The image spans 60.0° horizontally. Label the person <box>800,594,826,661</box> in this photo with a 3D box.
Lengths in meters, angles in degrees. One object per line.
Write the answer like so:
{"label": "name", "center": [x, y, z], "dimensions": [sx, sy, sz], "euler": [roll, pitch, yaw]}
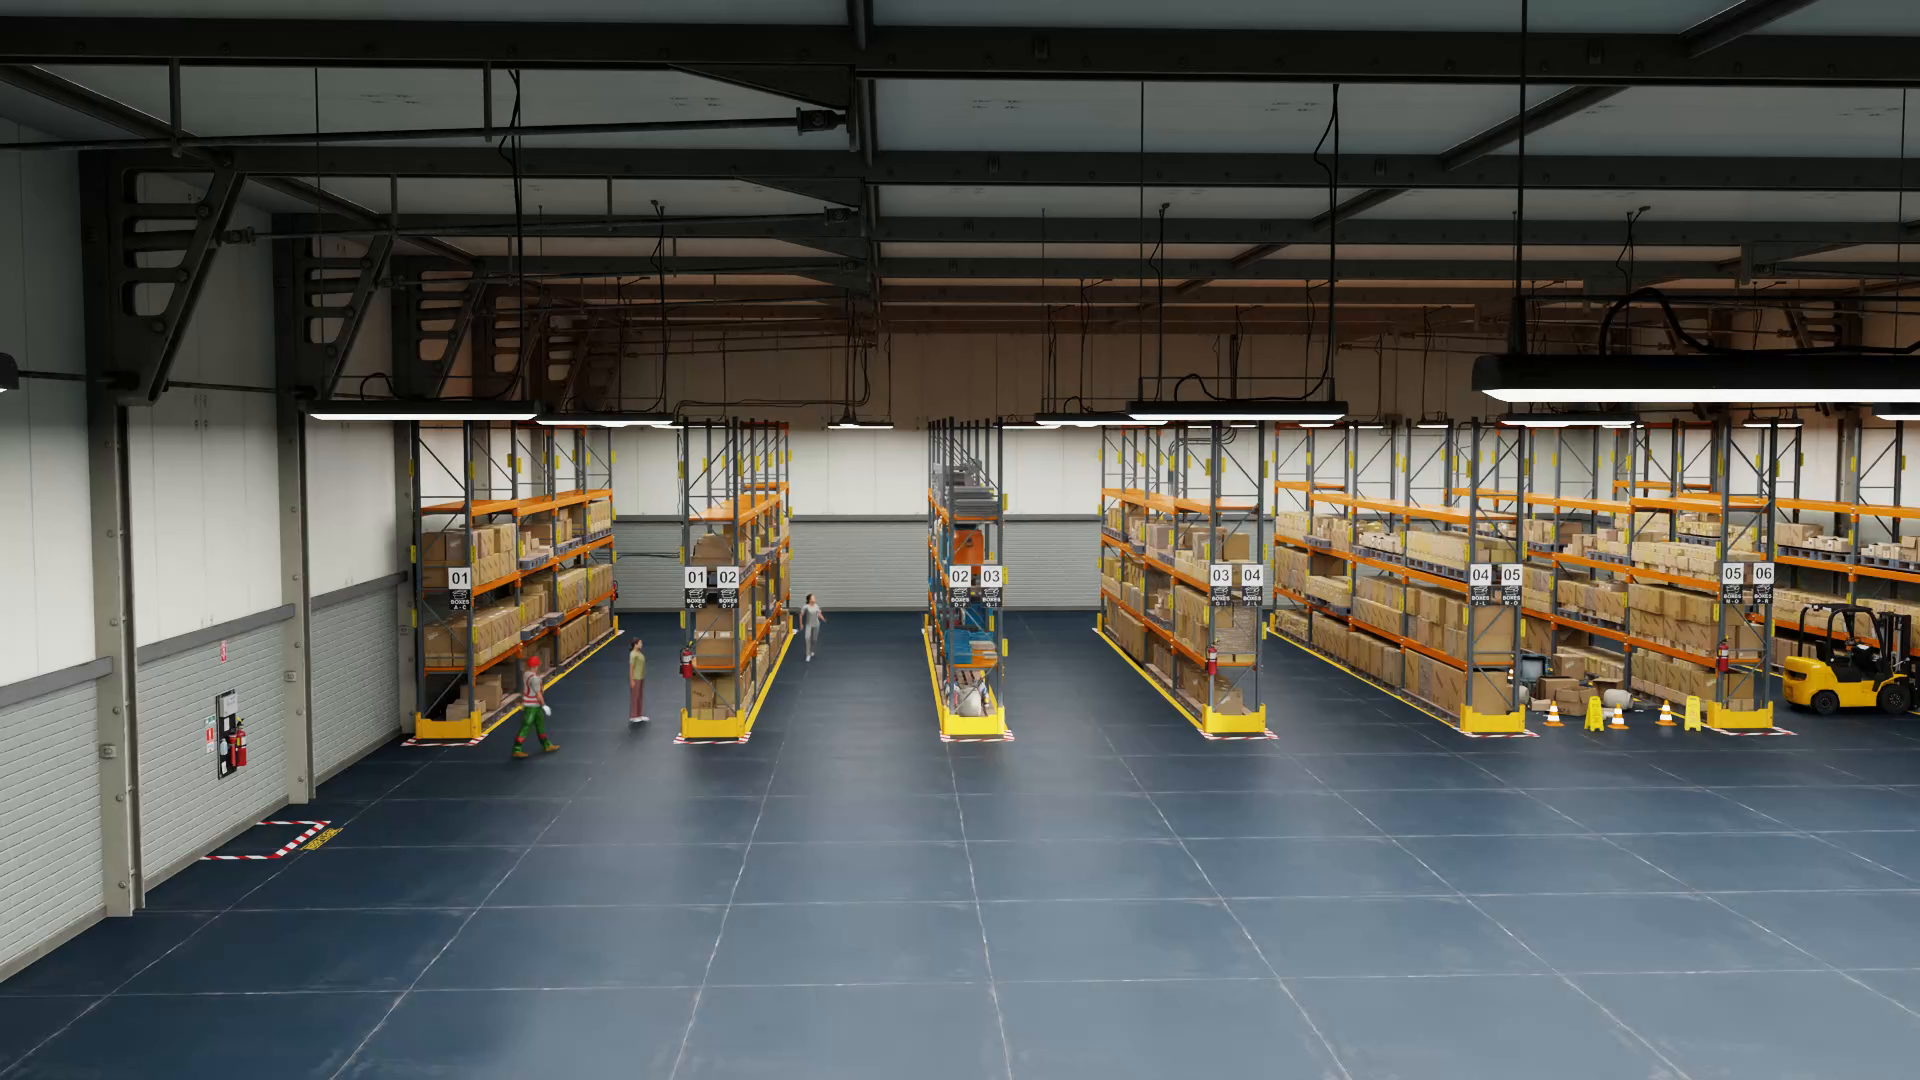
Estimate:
{"label": "person", "center": [-3.705, 2.183, 41.908], "dimensions": [0.672, 1.648, 0.973], "euler": [0, 4, -4]}

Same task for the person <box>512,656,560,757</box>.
{"label": "person", "center": [-7.499, 2.917, 29.388], "dimensions": [0.853, 1.749, 0.638], "euler": [-1, 4, -19]}

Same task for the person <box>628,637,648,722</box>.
{"label": "person", "center": [-6.375, 2.746, 32.812], "dimensions": [0.326, 1.681, 0.543], "euler": [0, 4, 7]}
